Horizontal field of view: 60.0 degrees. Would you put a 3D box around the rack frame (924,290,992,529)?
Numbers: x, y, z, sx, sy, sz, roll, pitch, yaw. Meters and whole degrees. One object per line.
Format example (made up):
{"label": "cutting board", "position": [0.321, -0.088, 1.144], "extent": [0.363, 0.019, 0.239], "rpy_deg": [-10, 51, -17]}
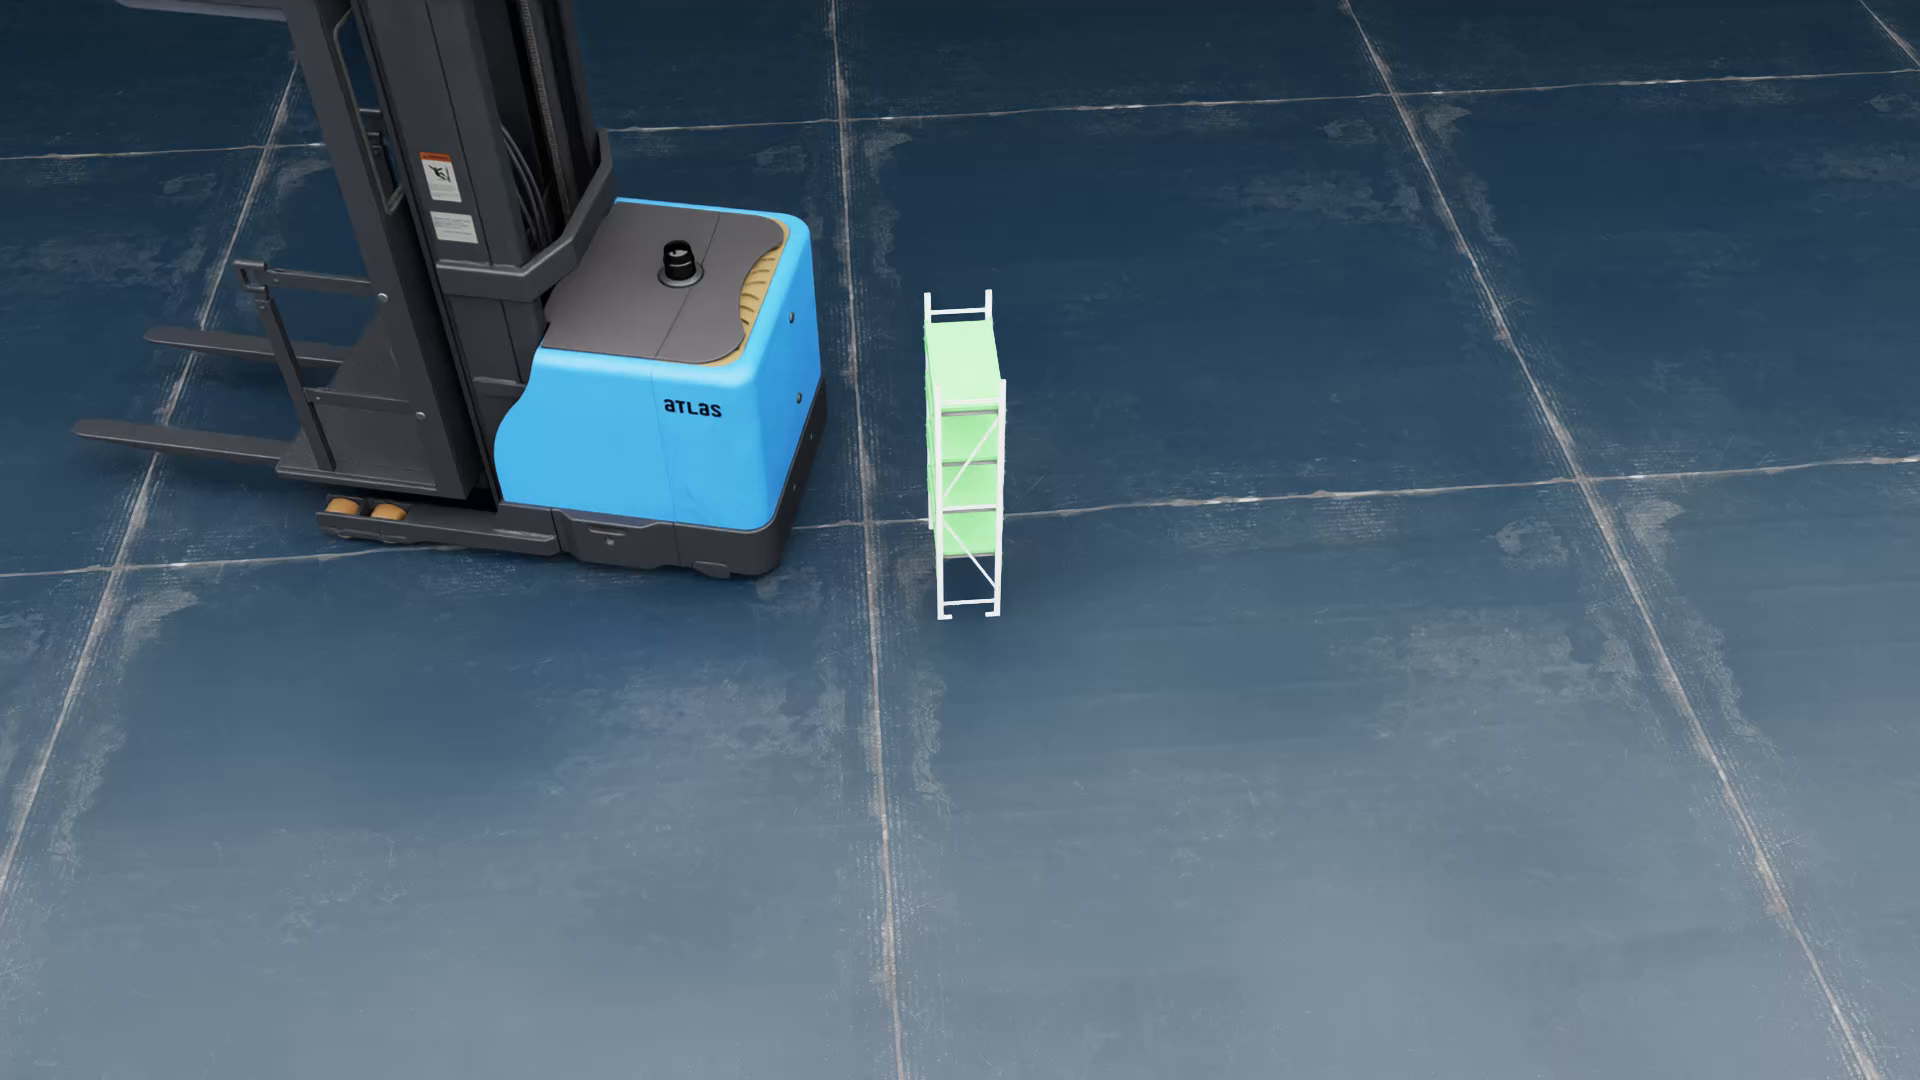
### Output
{"label": "rack frame", "position": [-0.007, -0.469, 6.368], "extent": [0.240, 1.200, 0.015], "rpy_deg": [-3, 47, -3]}

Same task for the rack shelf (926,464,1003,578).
{"label": "rack shelf", "position": [0.014, -0.084, 6.422], "extent": [0.258, 0.148, 0.480], "rpy_deg": [-3, 47, -3]}

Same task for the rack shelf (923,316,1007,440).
{"label": "rack shelf", "position": [0.014, -0.579, 5.899], "extent": [0.258, 0.148, 0.480], "rpy_deg": [-3, 47, -3]}

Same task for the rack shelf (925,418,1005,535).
{"label": "rack shelf", "position": [0.014, -0.249, 6.247], "extent": [0.258, 0.148, 0.480], "rpy_deg": [-3, 47, -3]}

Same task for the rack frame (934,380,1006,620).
{"label": "rack frame", "position": [0.034, -0.116, 6.034], "extent": [0.240, 1.200, 0.015], "rpy_deg": [-3, 47, -3]}

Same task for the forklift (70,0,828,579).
{"label": "forklift", "position": [-2.134, -1.364, 6.024], "extent": [3.031, 2.935, 1.130], "rpy_deg": [7, 47, 6]}

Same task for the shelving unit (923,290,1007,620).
{"label": "shelving unit", "position": [0.014, -0.293, 6.201], "extent": [0.258, 1.200, 0.503], "rpy_deg": [-3, 47, -3]}

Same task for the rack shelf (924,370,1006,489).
{"label": "rack shelf", "position": [0.014, -0.414, 6.073], "extent": [0.258, 0.148, 0.480], "rpy_deg": [-3, 47, -3]}
